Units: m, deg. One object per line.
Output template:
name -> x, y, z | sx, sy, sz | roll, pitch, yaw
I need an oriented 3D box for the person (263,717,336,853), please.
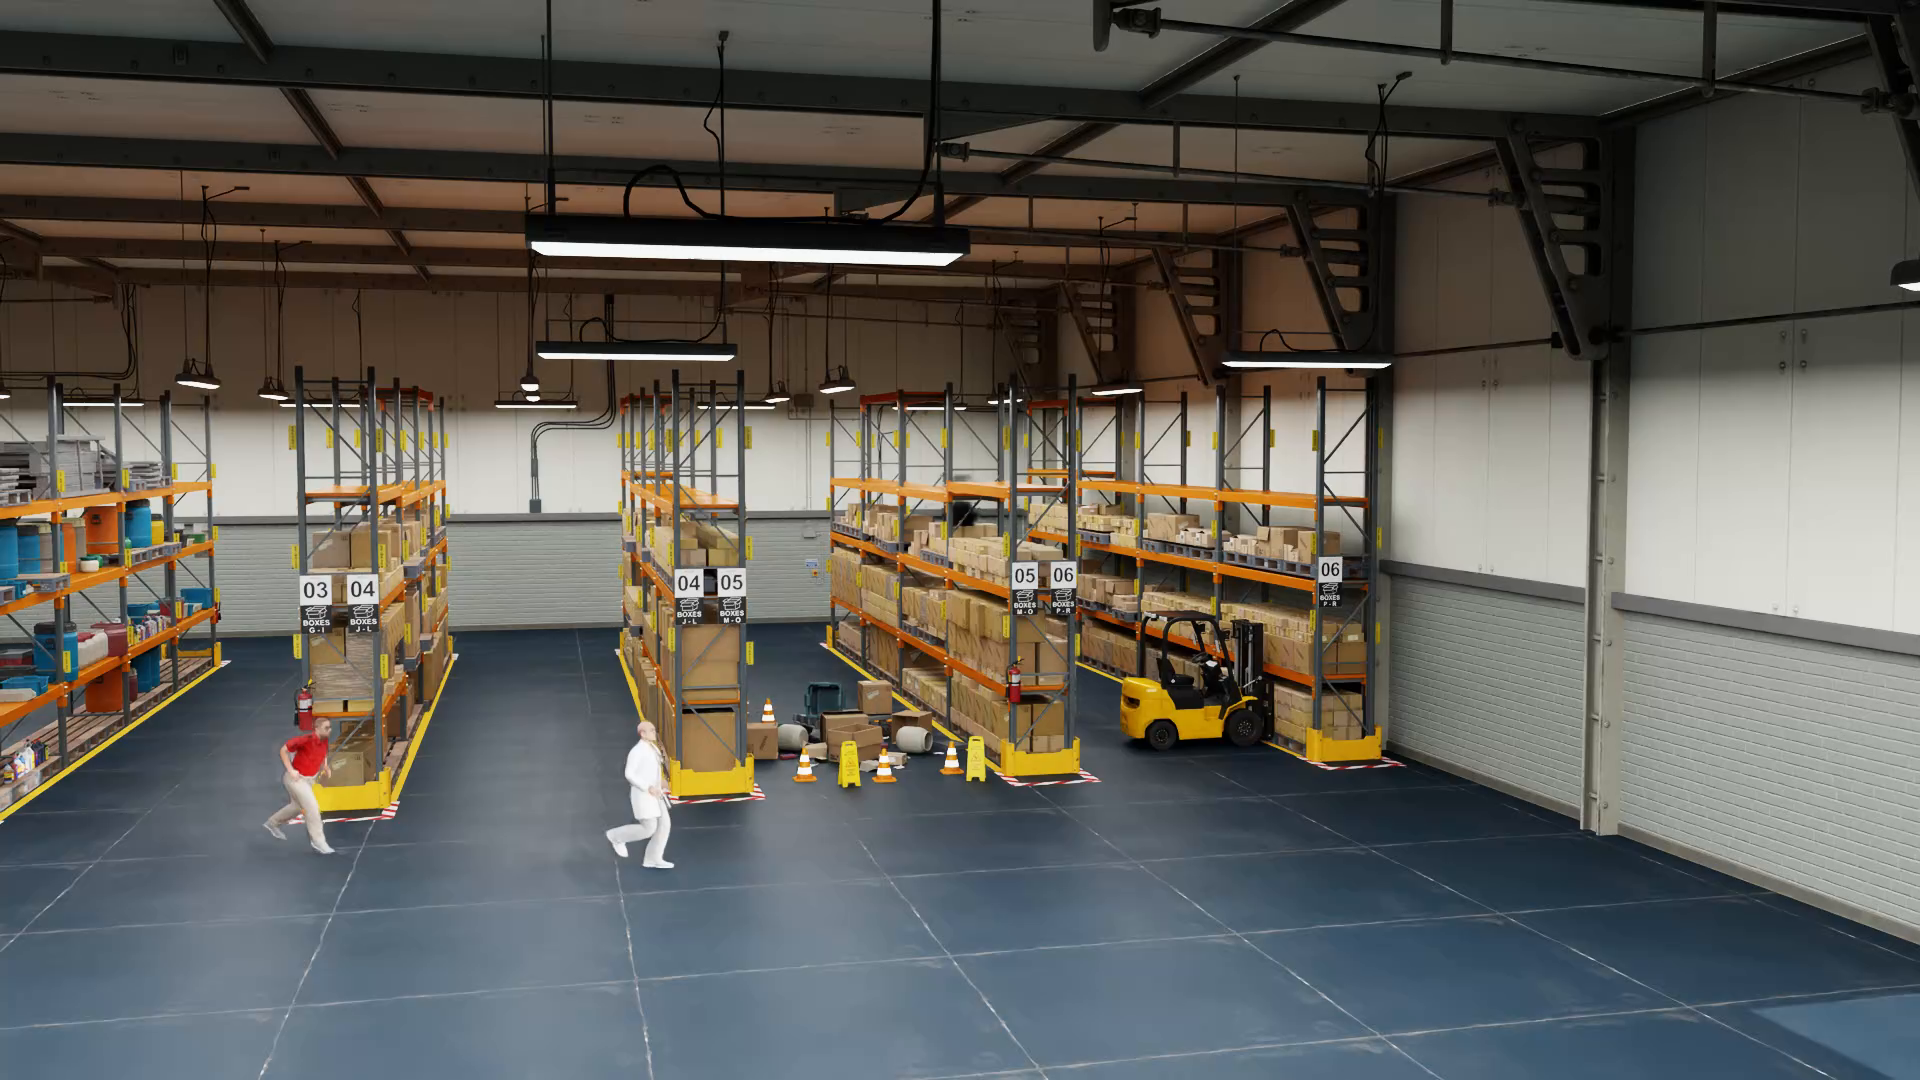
person -> -8.105, 2.994, 20.303 | 1.020, 1.699, 0.703 | 1, 4, 18

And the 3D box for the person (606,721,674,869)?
person -> -3.737, 2.982, 19.481 | 0.806, 1.735, 0.721 | 1, 4, 15

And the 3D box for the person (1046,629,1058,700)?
person -> 1.688, 2.386, 31.402 | 0.592, 1.502, 0.766 | -2, 4, -25
